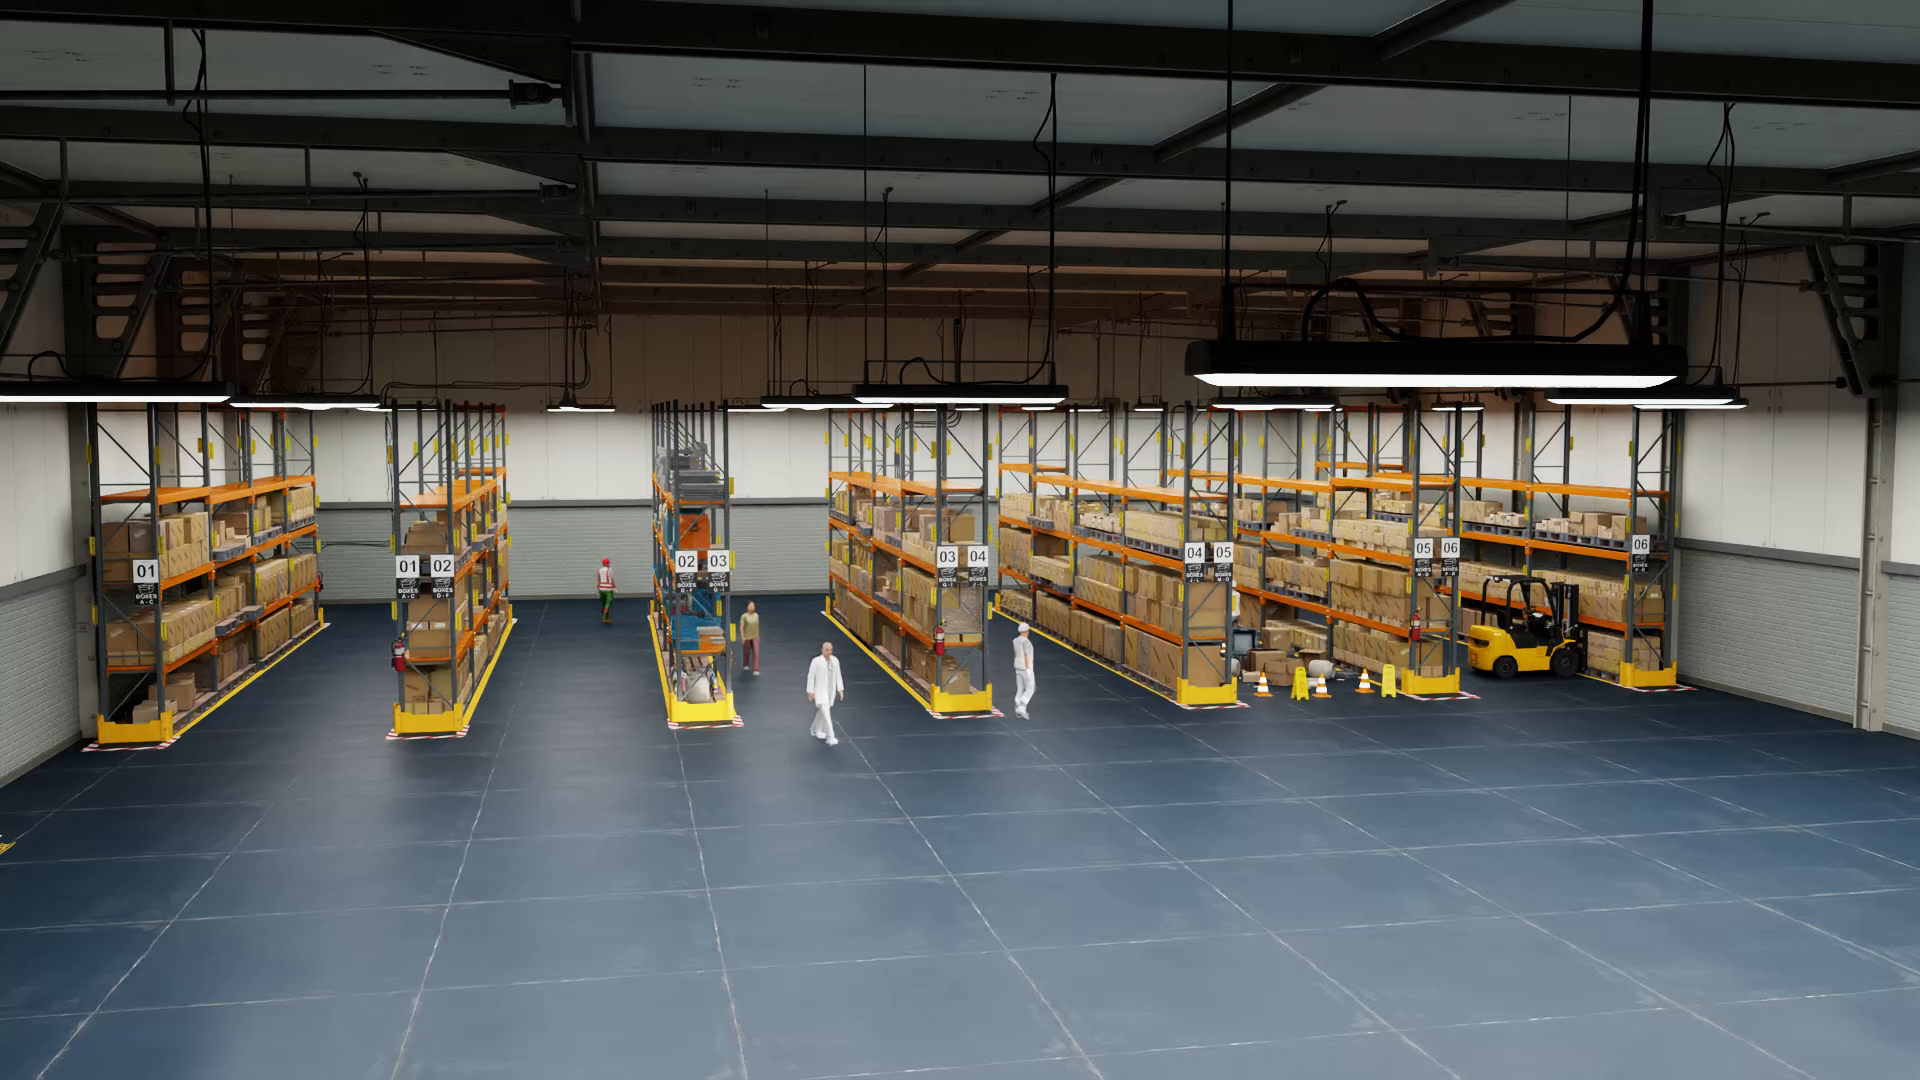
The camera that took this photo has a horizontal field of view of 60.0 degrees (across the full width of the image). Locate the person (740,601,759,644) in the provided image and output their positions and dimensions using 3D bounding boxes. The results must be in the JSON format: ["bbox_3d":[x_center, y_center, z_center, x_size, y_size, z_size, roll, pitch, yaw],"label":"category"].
[{"bbox_3d":[-4.622,1.832,36.561,0.453,0.975,0.450,-1,4,-15],"label":"person"}]

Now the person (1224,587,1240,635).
[{"bbox_3d":[6.502,1.862,39.911,0.562,1.736,0.397,-4,6,-42],"label":"person"}]

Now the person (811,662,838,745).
[{"bbox_3d":[-2.369,2.814,28.967,0.411,1.395,1.058,-4,6,-45],"label":"person"}]

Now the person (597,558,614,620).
[{"bbox_3d":[-9.757,1.367,45.682,0.520,1.731,0.582,2,5,27],"label":"person"}]

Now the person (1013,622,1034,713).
[{"bbox_3d":[1.177,2.424,31.458,0.408,1.725,0.578,-3,5,-30],"label":"person"}]
